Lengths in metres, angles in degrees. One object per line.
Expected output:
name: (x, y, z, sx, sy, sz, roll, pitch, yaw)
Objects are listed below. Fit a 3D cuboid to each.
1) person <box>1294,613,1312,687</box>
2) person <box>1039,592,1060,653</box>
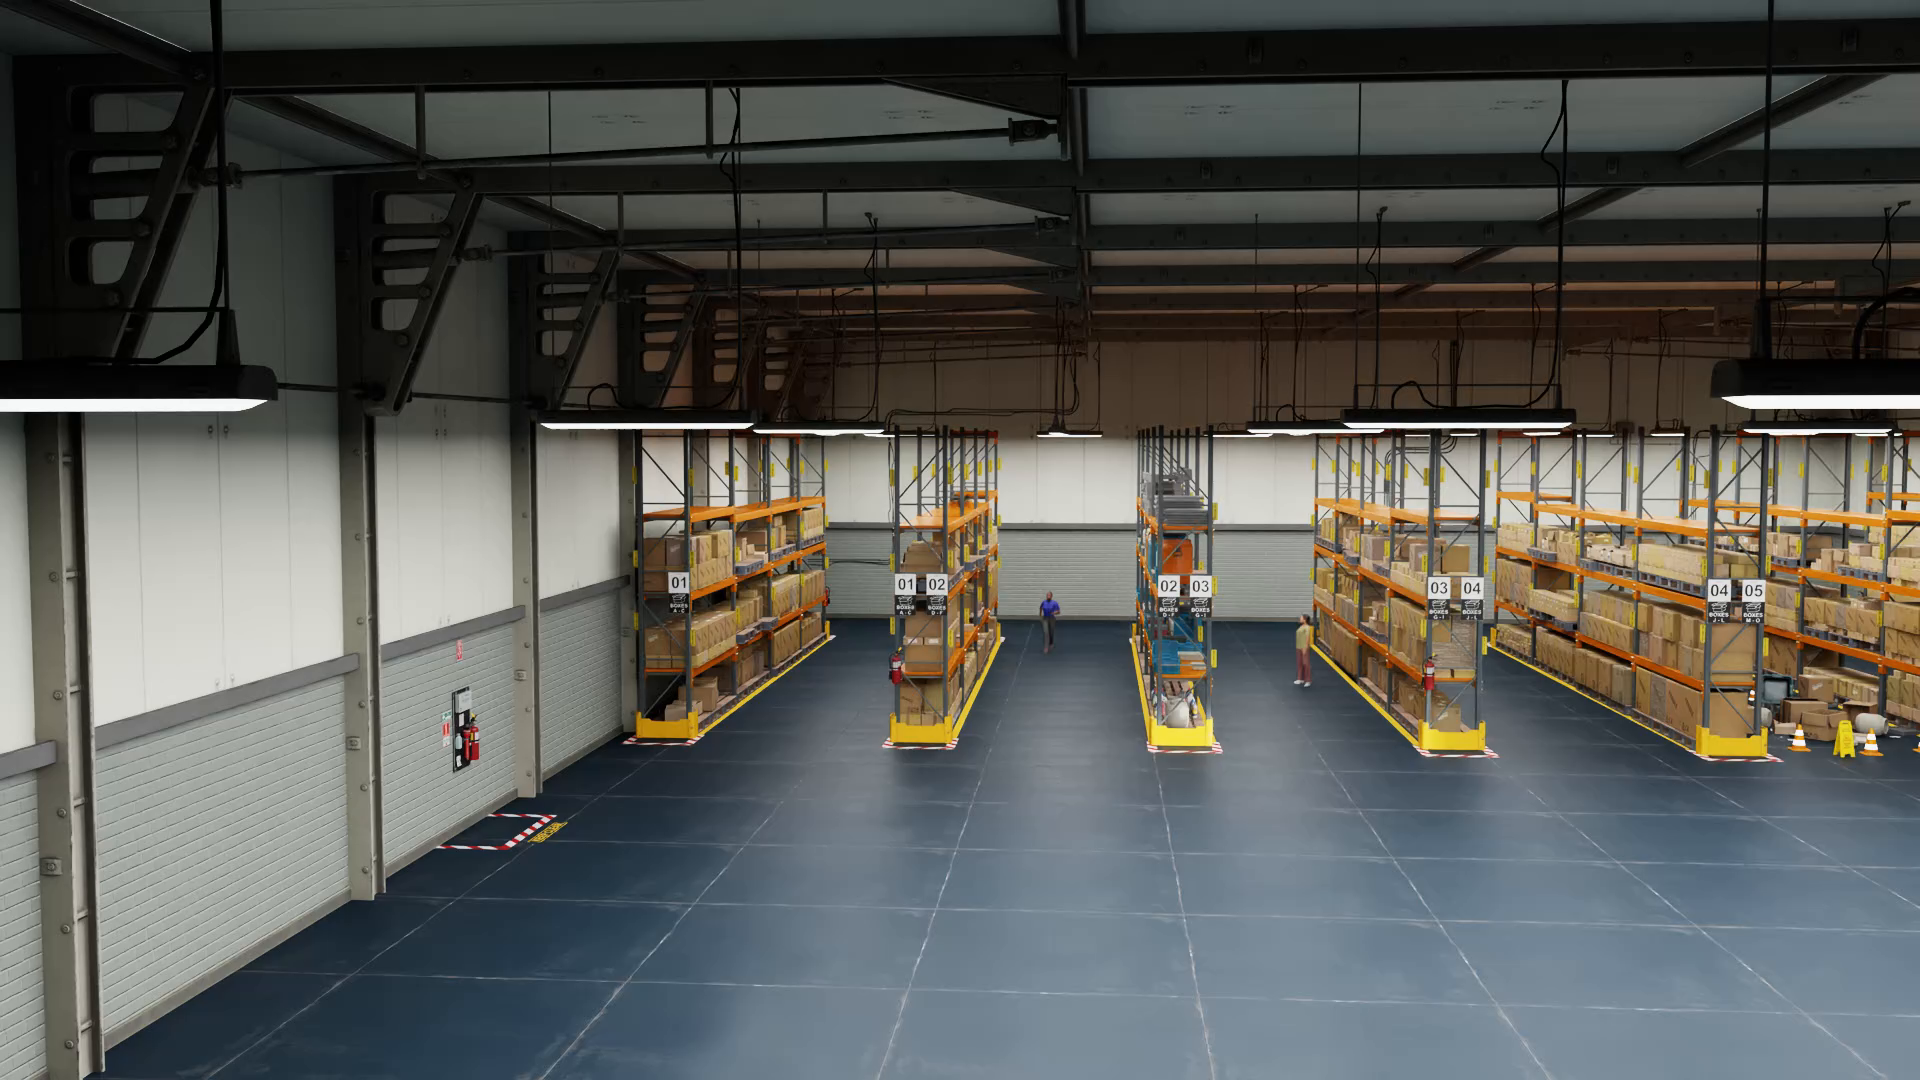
person: (8.050, 2.565, 38.871, 0.343, 1.705, 0.483, -2, 4, -27)
person: (2.405, 2.195, 44.694, 0.585, 1.606, 1.006, 0, 3, 7)
